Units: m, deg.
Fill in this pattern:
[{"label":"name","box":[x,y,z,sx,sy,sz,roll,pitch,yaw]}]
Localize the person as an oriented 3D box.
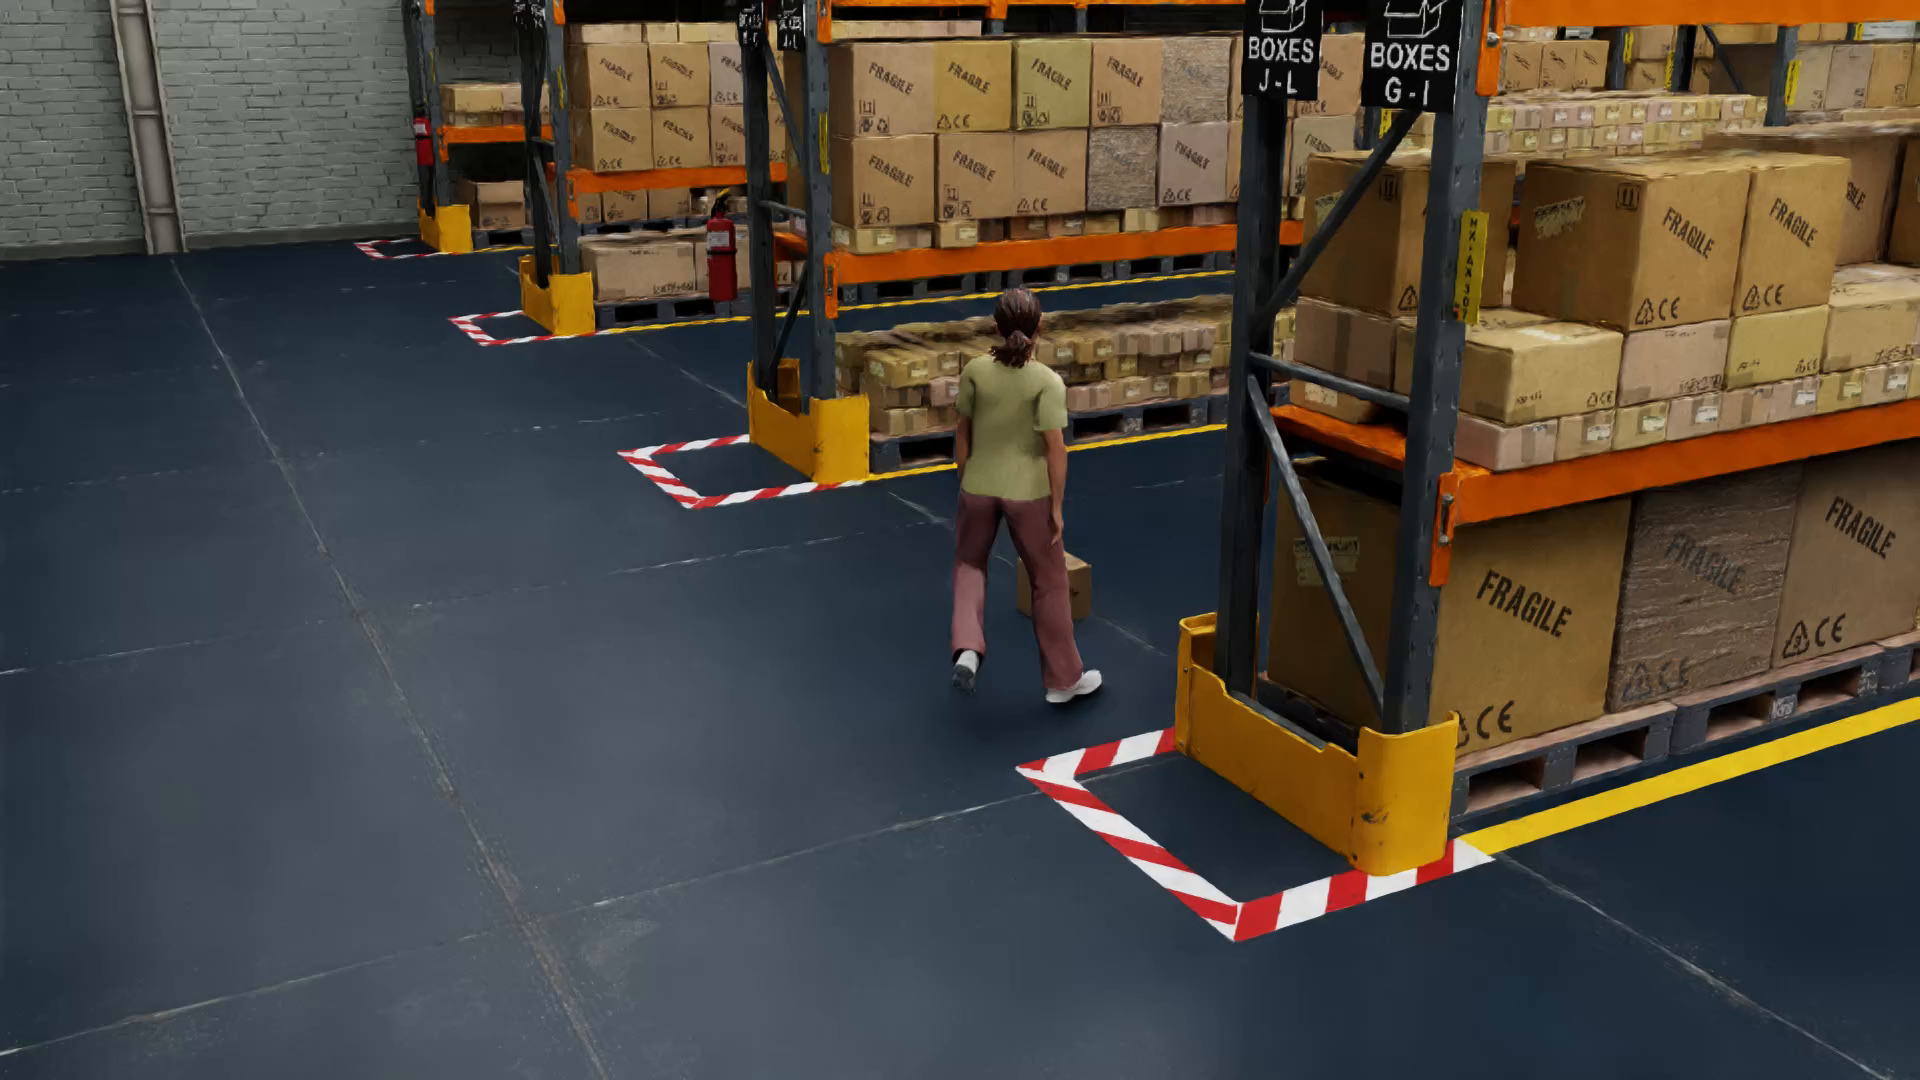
[{"label":"person","box":[0.219,-0.024,6.469,0.600,1.419,0.589,6,19,17]}]
